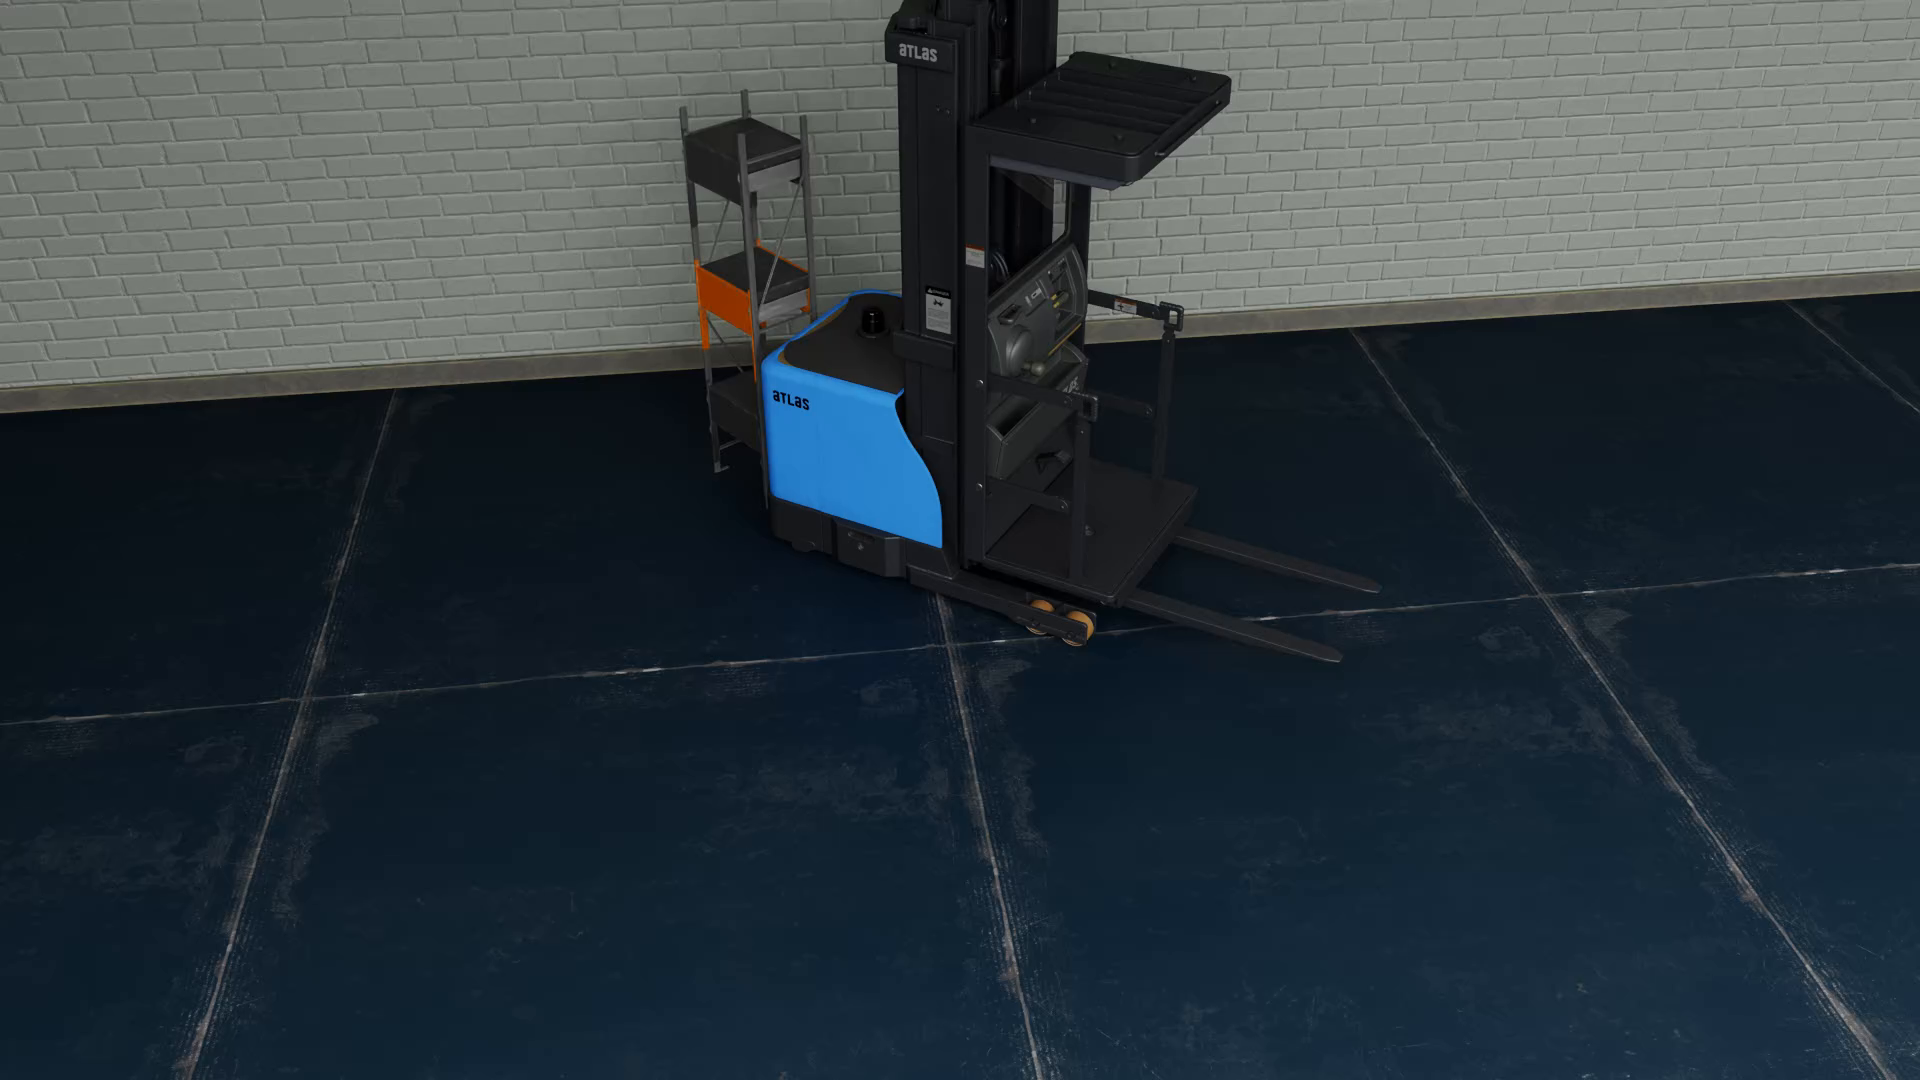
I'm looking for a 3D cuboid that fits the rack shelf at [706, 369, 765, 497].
[{"bbox_3d":[-1.057,-0.624,9.068,0.431,0.518,0.480,-27,42,-33],"label":"rack shelf"}]

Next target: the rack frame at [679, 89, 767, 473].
[{"bbox_3d":[-1.218,-1.317,8.817,0.400,2.100,0.015,-27,42,-33],"label":"rack frame"}]

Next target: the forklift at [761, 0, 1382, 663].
[{"bbox_3d":[0.548,-1.044,7.679,3.031,2.935,1.130,17,38,23],"label":"forklift"}]

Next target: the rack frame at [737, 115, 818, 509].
[{"bbox_3d":[-0.895,-1.111,8.516,0.400,2.100,0.015,-27,42,-33],"label":"rack frame"}]

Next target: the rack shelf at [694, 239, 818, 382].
[{"bbox_3d":[-1.057,-1.202,8.674,0.431,0.518,0.480,-27,42,-33],"label":"rack shelf"}]

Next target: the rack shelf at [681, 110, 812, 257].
[{"bbox_3d":[-1.057,-1.781,8.280,0.431,0.518,0.480,-27,42,-33],"label":"rack shelf"}]

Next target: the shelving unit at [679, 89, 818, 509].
[{"bbox_3d":[-1.057,-1.214,8.667,0.431,2.100,0.503,-27,42,-33],"label":"shelving unit"}]
